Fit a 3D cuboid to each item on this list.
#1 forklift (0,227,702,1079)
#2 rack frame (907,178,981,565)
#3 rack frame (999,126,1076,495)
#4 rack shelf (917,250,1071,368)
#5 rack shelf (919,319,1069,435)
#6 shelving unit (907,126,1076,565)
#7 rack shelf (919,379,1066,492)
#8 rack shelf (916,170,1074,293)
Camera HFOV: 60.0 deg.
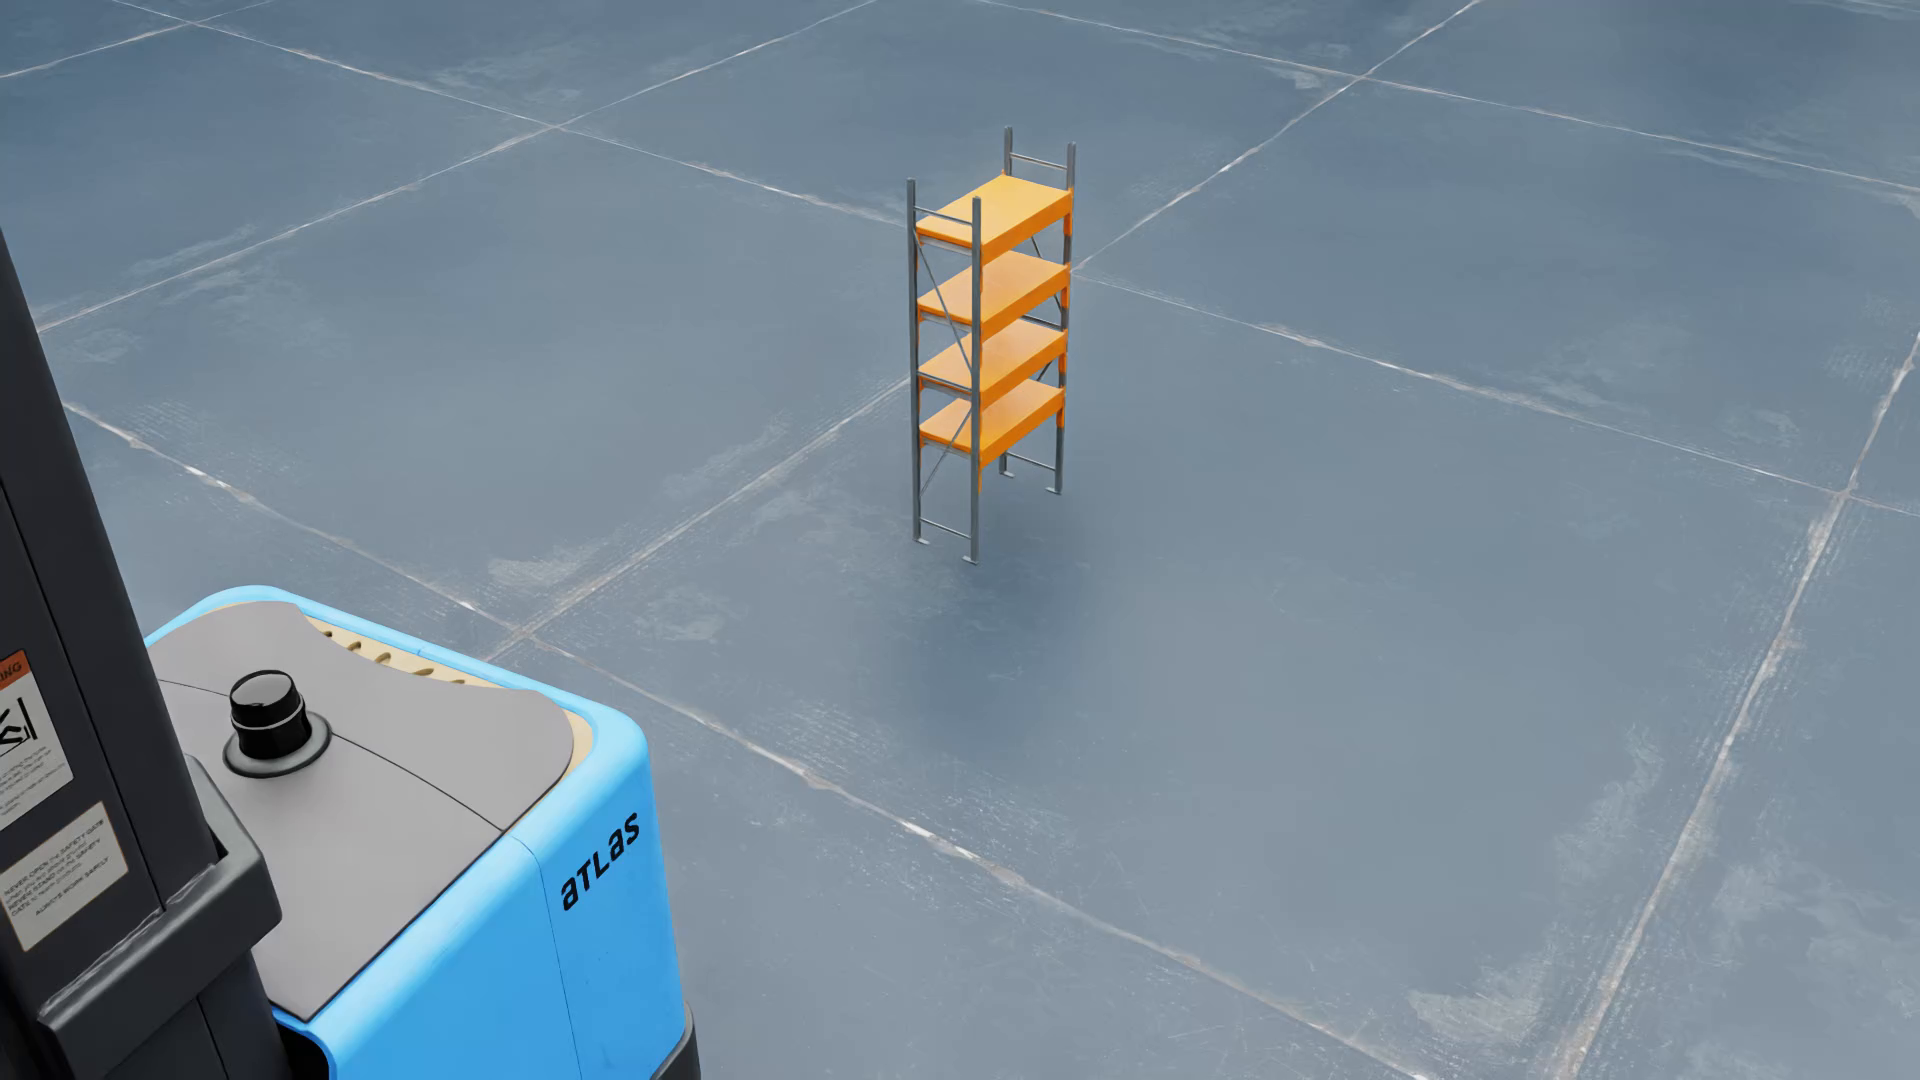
[{"bbox_3d":[-1.643,0.600,1.747,1.130,2.935,3.031,16,37,22],"label":"forklift"},{"bbox_3d":[-0.045,-0.461,4.860,0.240,1.200,0.015,21,39,28],"label":"rack frame"},{"bbox_3d":[0.234,-0.685,5.193,0.240,1.200,0.015,21,39,28],"label":"rack frame"},{"bbox_3d":[0.094,-0.703,4.939,0.258,0.148,0.480,21,39,28],"label":"rack shelf"},{"bbox_3d":[0.094,-0.517,5.064,0.258,0.148,0.480,21,39,28],"label":"rack shelf"},{"bbox_3d":[0.094,-0.573,5.027,0.258,1.200,0.503,21,39,28],"label":"shelving unit"},{"bbox_3d":[0.094,-0.353,5.175,0.258,0.148,0.480,21,39,28],"label":"rack shelf"},{"bbox_3d":[0.094,-0.899,4.806,0.258,0.148,0.480,21,39,28],"label":"rack shelf"}]
